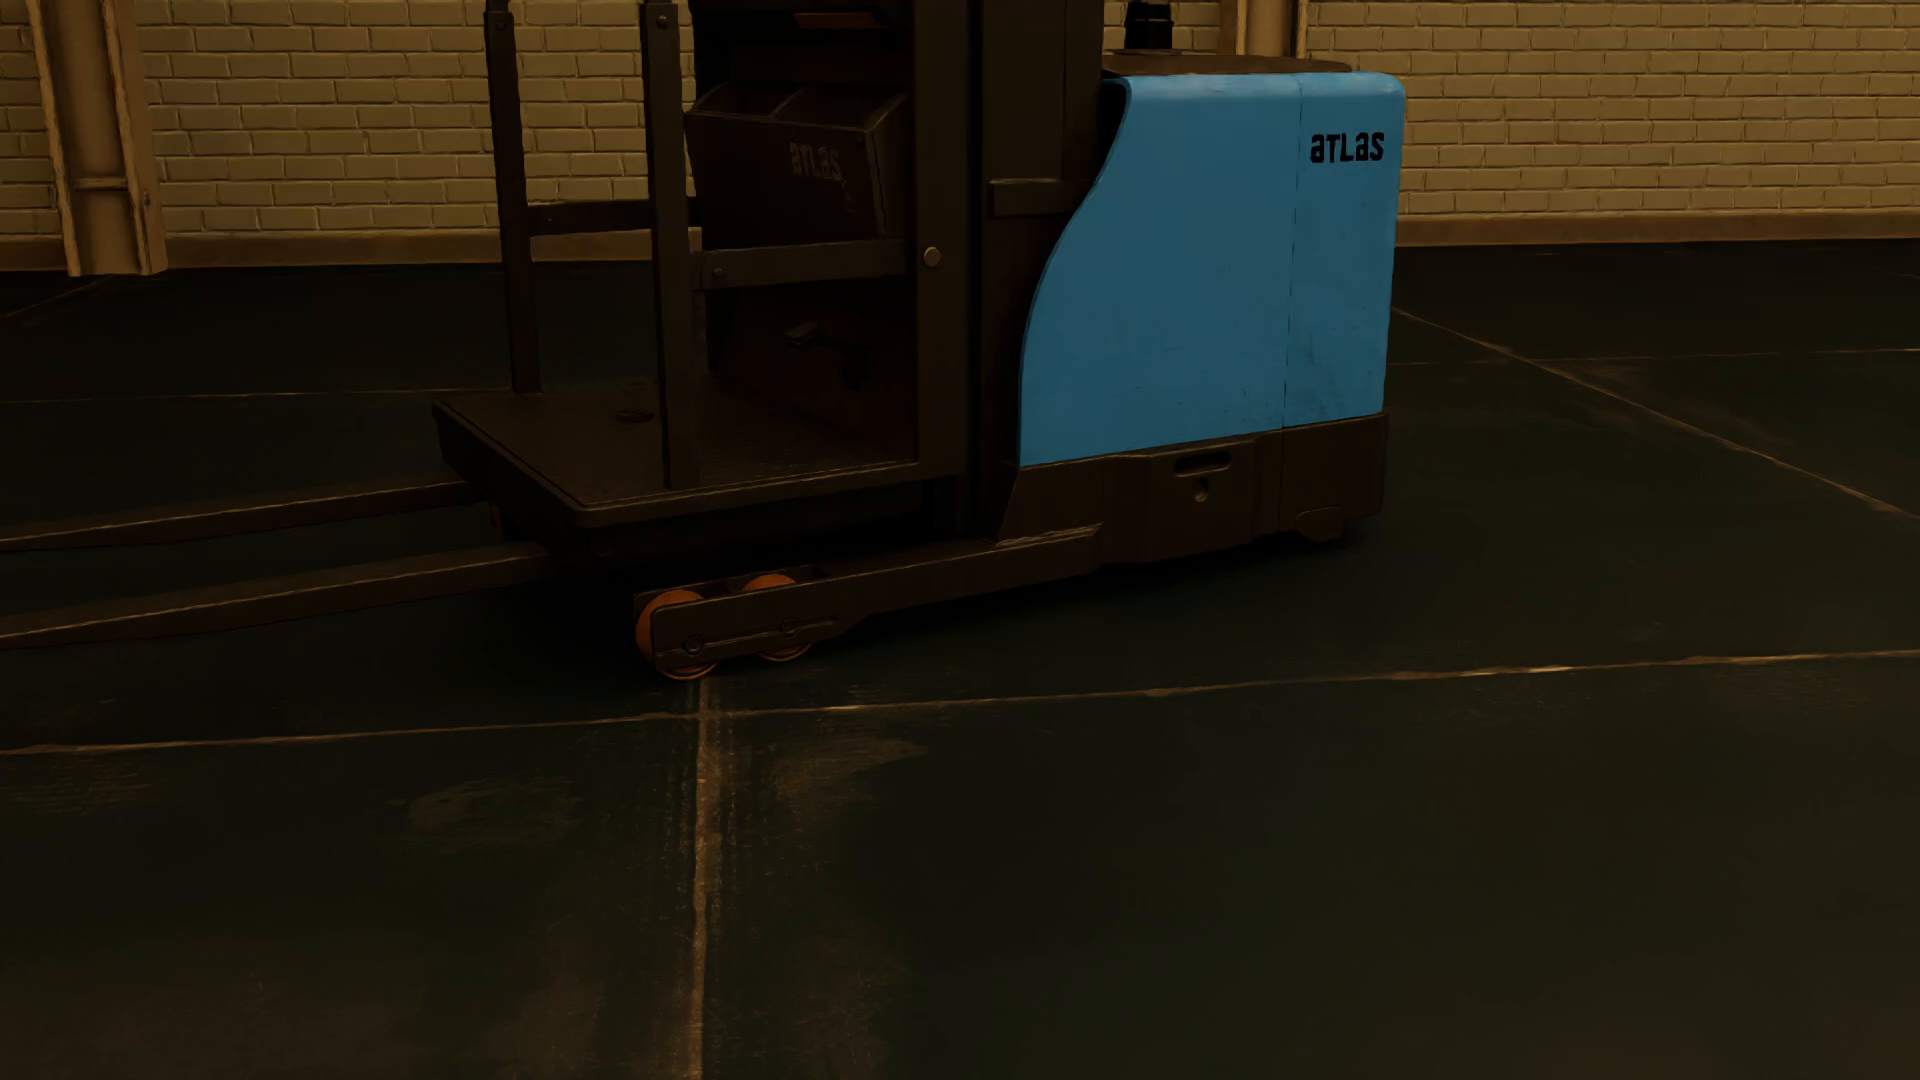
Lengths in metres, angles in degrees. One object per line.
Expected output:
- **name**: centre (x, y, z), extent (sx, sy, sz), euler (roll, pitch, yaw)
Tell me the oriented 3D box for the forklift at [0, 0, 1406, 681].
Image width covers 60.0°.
- **forklift**: centre (-0.526, -1.315, 3.251), extent (3.031, 2.935, 1.130), euler (-10, 19, -29)
